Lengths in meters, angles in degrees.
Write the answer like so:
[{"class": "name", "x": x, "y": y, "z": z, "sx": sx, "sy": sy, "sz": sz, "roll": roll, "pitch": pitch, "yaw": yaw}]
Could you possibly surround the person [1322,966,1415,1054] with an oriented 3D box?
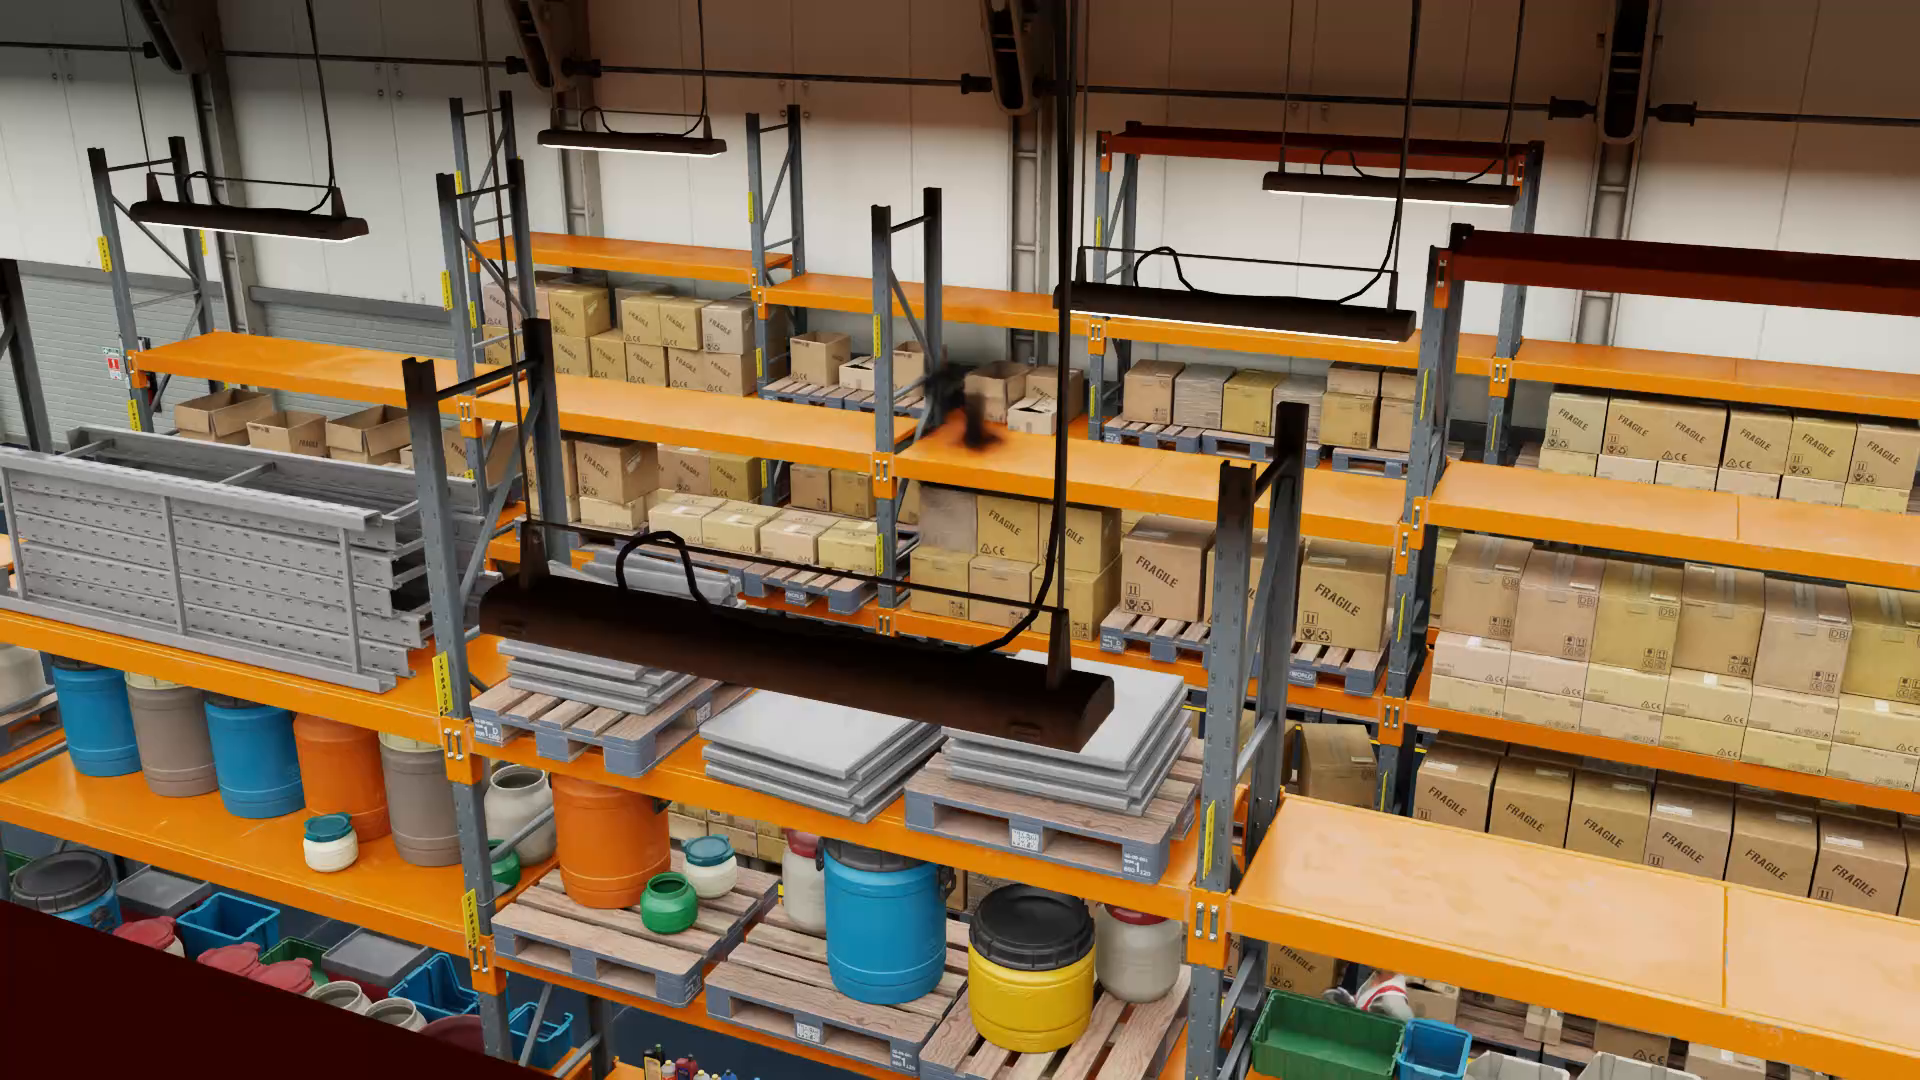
[{"class": "person", "x": 2.758, "y": 3.427, "z": 11.001, "sx": 0.794, "sy": 1.846, "sz": 0.647, "roll": 8, "pitch": 22, "yaw": 20}]
